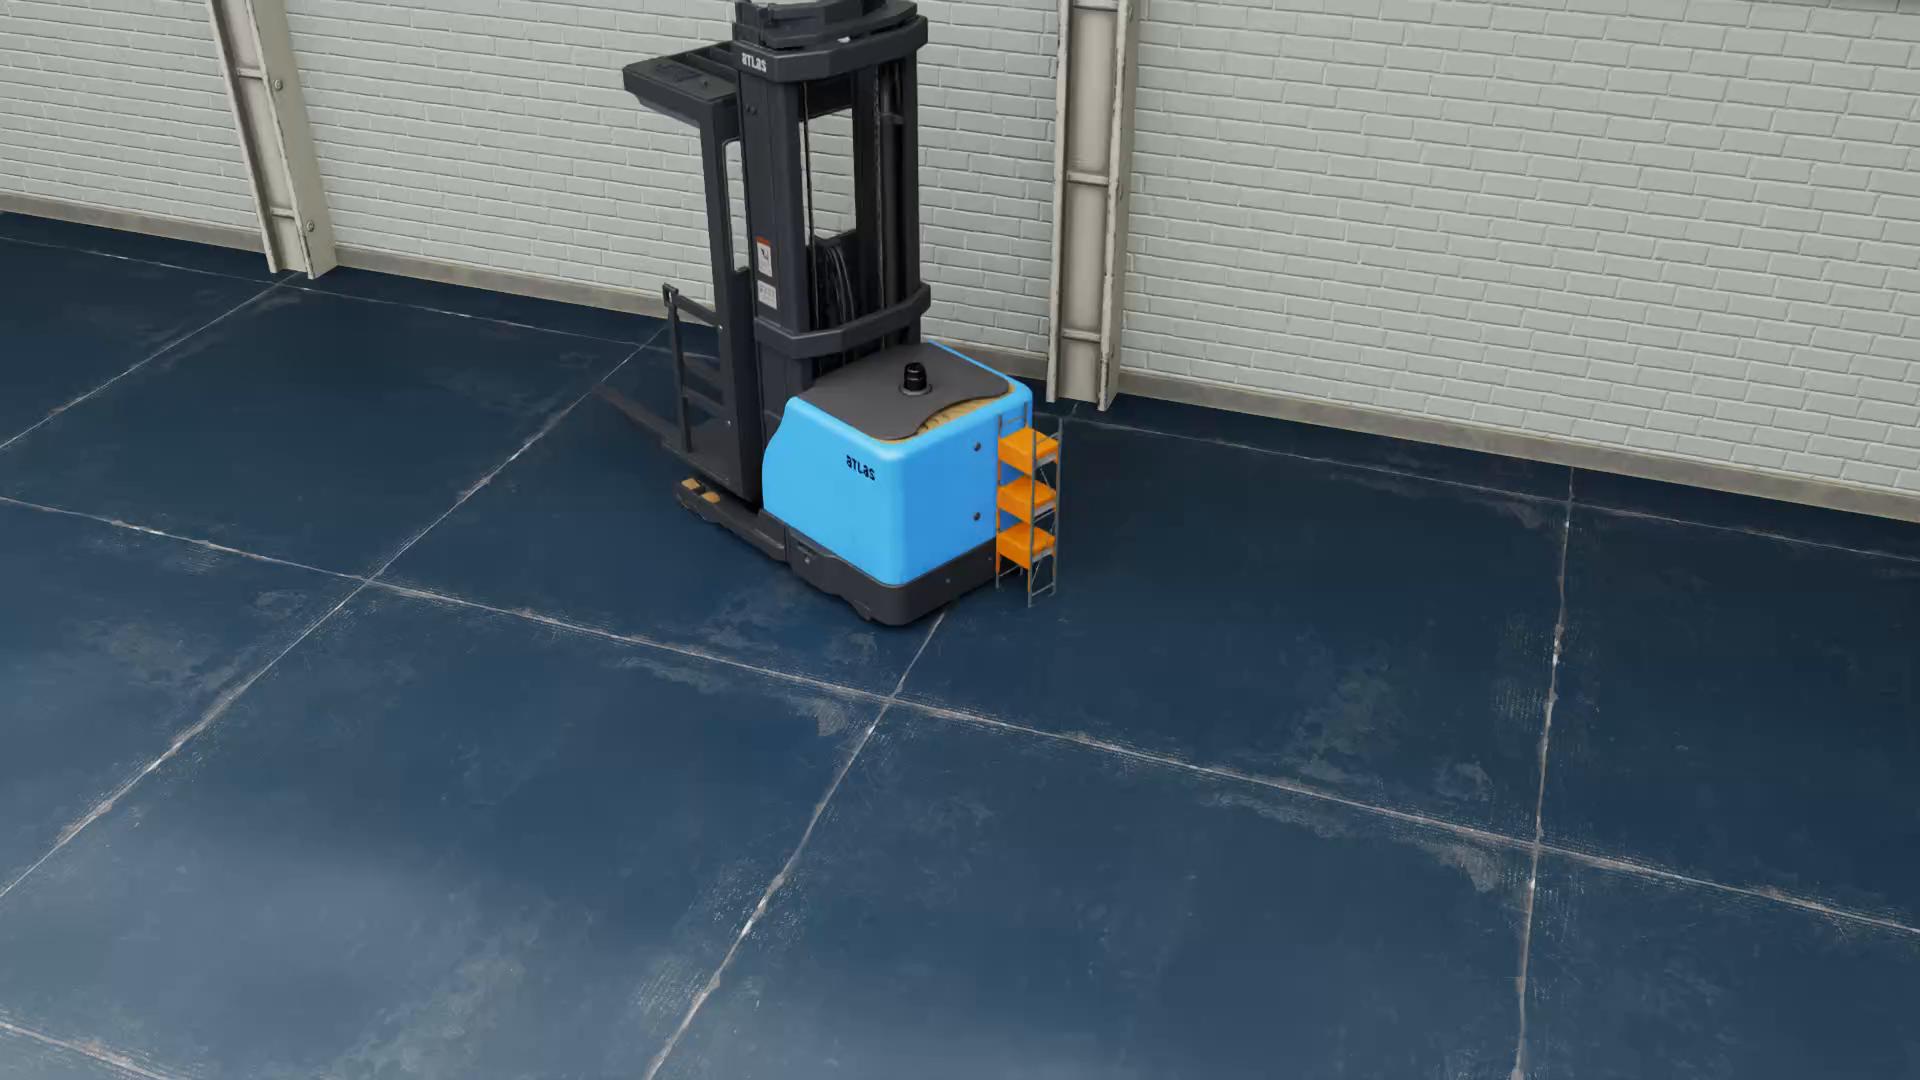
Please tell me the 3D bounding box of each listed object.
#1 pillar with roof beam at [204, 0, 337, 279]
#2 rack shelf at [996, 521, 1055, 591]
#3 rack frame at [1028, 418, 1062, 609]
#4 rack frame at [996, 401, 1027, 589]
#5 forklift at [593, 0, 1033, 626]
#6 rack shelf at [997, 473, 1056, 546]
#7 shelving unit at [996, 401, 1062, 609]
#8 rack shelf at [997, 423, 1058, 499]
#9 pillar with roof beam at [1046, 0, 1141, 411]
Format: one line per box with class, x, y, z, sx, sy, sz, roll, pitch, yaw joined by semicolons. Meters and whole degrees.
pillar with roof beam;-6.316;-3.606;6.507;0.400;9.000;9.100;11;34;16
rack shelf;0.347;0.072;8.670;0.215;0.259;0.240;-27;42;-35
rack frame;0.431;-0.122;8.439;0.200;1.050;0.008;-27;42;-35
rack frame;0.264;-0.218;8.588;0.200;1.050;0.008;-27;42;-35
forklift;-0.988;-1.506;8.848;1.130;2.935;3.031;-27;42;-35
rack shelf;0.347;-0.161;8.519;0.215;0.259;0.240;-27;42;-35
shelving unit;0.347;-0.170;8.513;0.215;1.050;0.252;-27;42;-35
rack shelf;0.347;-0.400;8.365;0.215;0.259;0.240;-27;42;-35
pillar with roof beam;-0.668;-2.508;4.806;0.400;9.000;9.100;11;34;16
